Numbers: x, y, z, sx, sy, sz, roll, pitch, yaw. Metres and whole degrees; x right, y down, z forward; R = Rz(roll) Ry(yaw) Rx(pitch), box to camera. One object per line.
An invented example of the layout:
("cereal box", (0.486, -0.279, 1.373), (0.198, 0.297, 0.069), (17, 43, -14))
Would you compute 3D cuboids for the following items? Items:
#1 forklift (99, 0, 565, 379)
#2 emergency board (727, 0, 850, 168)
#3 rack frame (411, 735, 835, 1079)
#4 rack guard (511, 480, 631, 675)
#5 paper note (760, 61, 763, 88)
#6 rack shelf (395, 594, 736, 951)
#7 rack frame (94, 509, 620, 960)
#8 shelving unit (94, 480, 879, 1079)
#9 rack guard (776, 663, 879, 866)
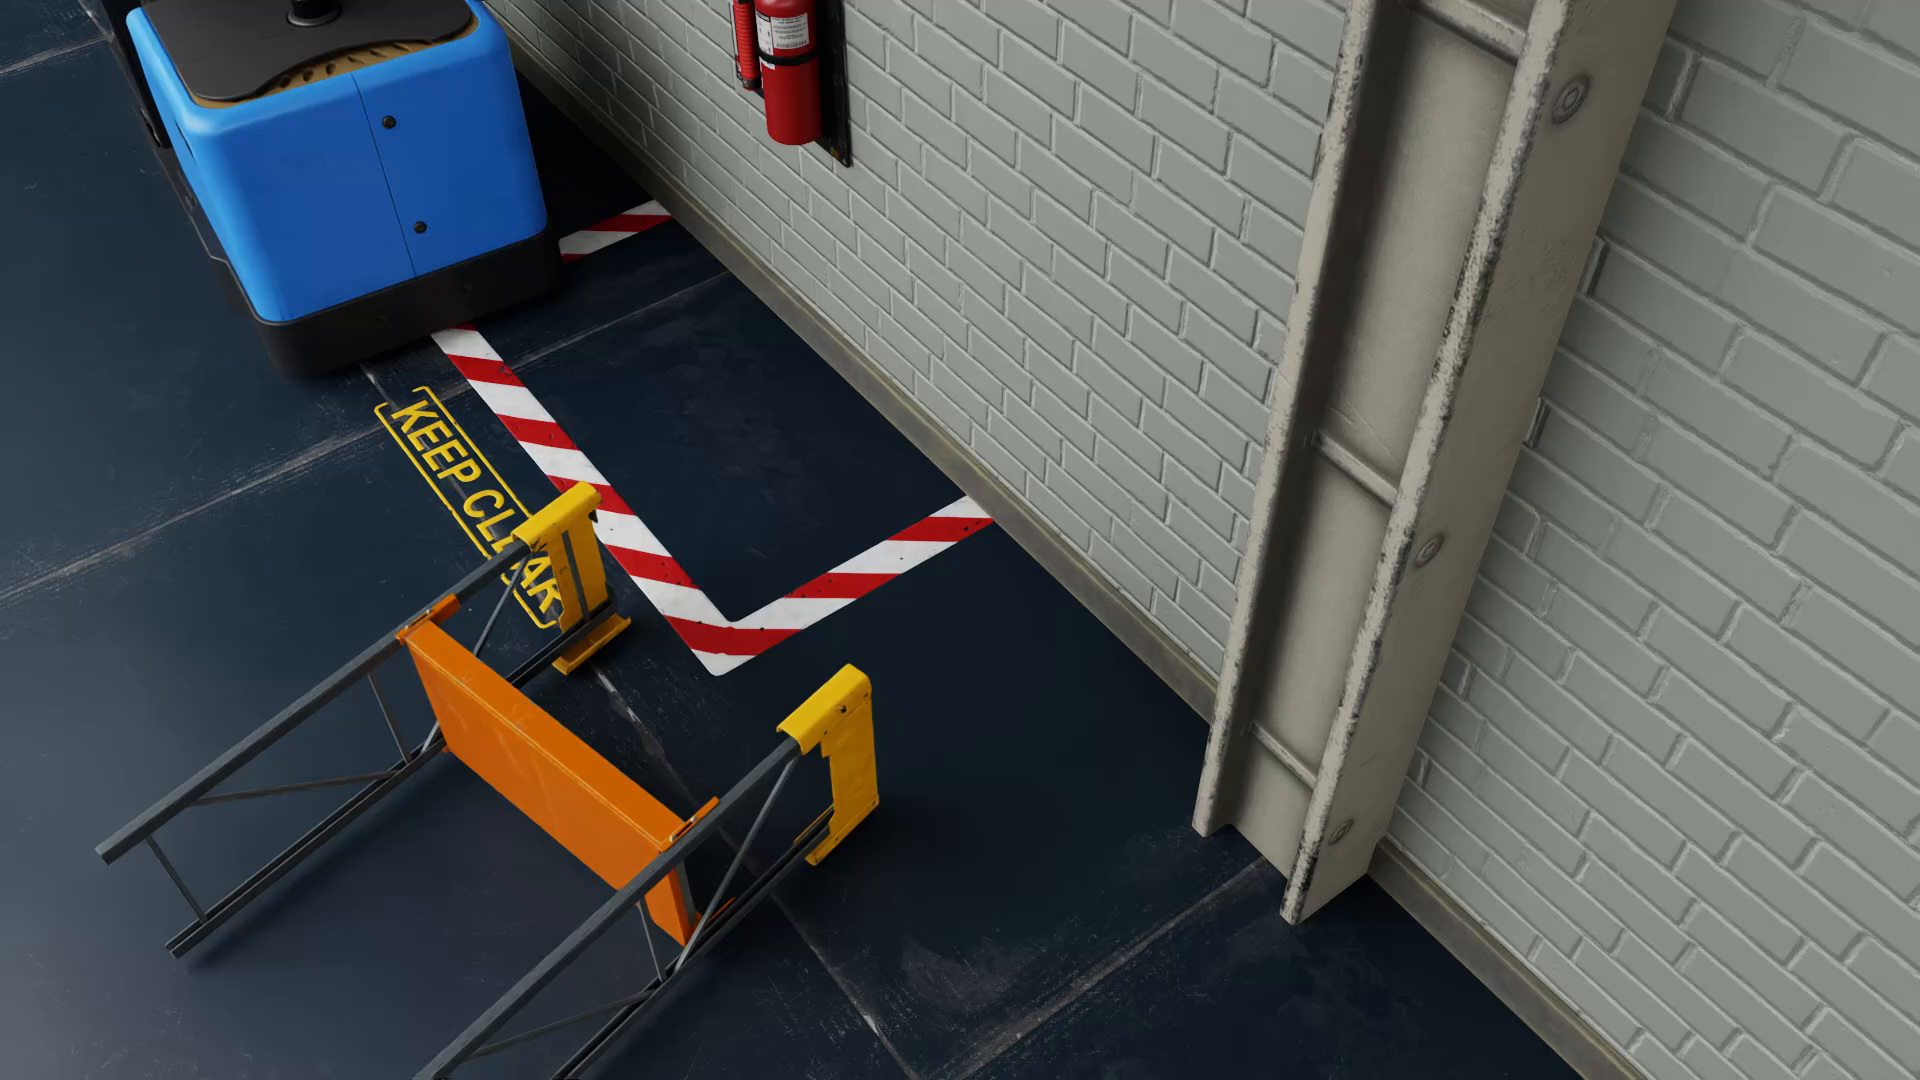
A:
("forklift", (-2.636, -2.611, 5.639), (1.130, 2.935, 3.031), (-25, 52, -21))
("emergency board", (-0.594, -1.658, 4.729), (0.194, 1.169, 0.643), (-29, 54, -24))
("rack frame", (-0.735, 0.946, 3.979), (0.032, 0.500, 1.500), (32, 55, 26))
("rack guard", (-1.097, 0.116, 4.729), (0.087, 0.587, 0.250), (32, 55, 26))
("paper note", (-0.646, -1.498, 5.178), (0.016, 0.148, 0.142), (-29, 54, -24))
("rack shelf", (-1.009, 0.602, 4.290), (1.000, 0.538, 0.185), (32, 55, 26))
("rack frame", (-1.514, 0.462, 4.417), (0.032, 0.500, 1.500), (32, 55, 26))
("shelving unit", (-1.117, 0.709, 4.194), (1.083, 0.587, 1.500), (32, 55, 26))
("rack guard", (-0.334, 0.590, 4.299), (0.087, 0.587, 0.250), (32, 55, 26))
